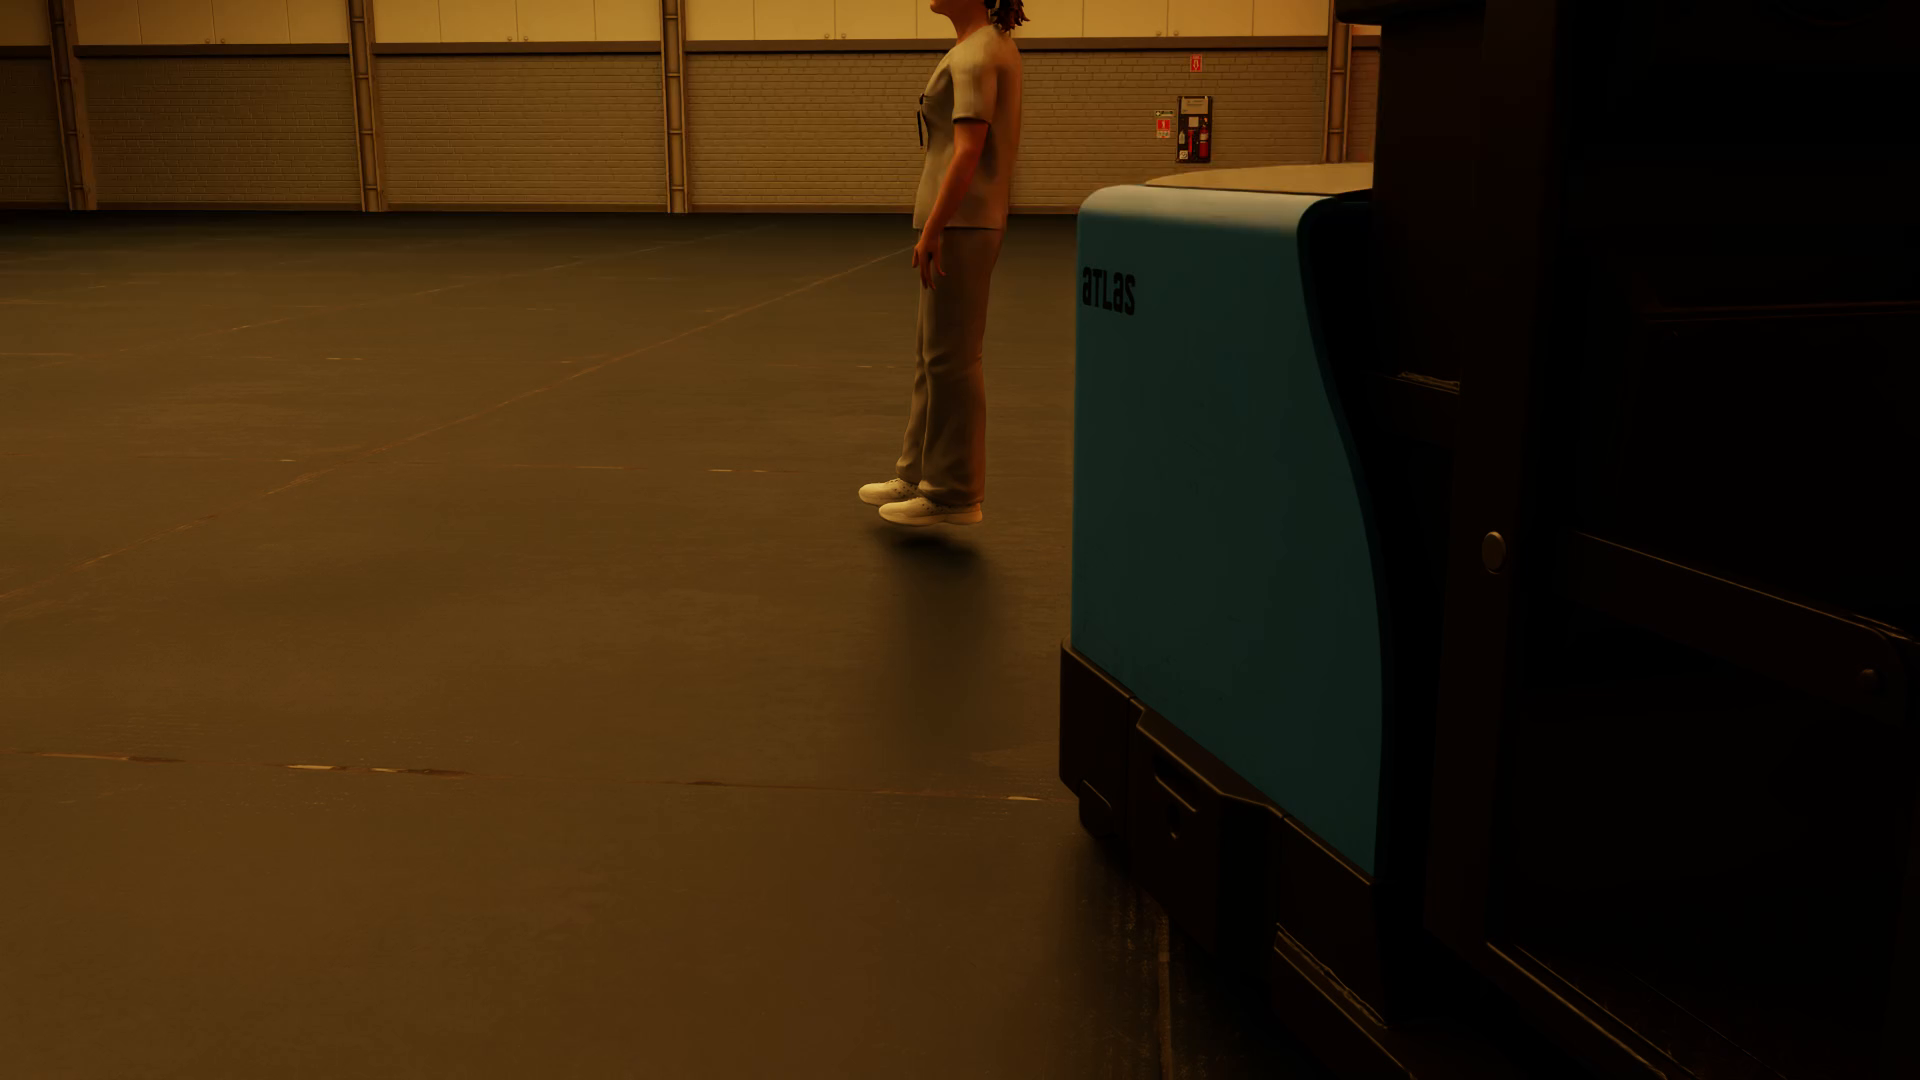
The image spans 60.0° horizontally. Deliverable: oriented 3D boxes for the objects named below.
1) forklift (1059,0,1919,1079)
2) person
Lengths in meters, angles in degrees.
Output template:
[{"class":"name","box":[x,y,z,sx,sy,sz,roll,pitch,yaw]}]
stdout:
[{"class":"forklift","box":[1.100,-0.671,1.379,1.130,2.935,3.031,-4,14,-17]},{"class":"person","box":[-0.072,-0.867,4.766,0.547,1.673,0.550,2,13,7]}]
